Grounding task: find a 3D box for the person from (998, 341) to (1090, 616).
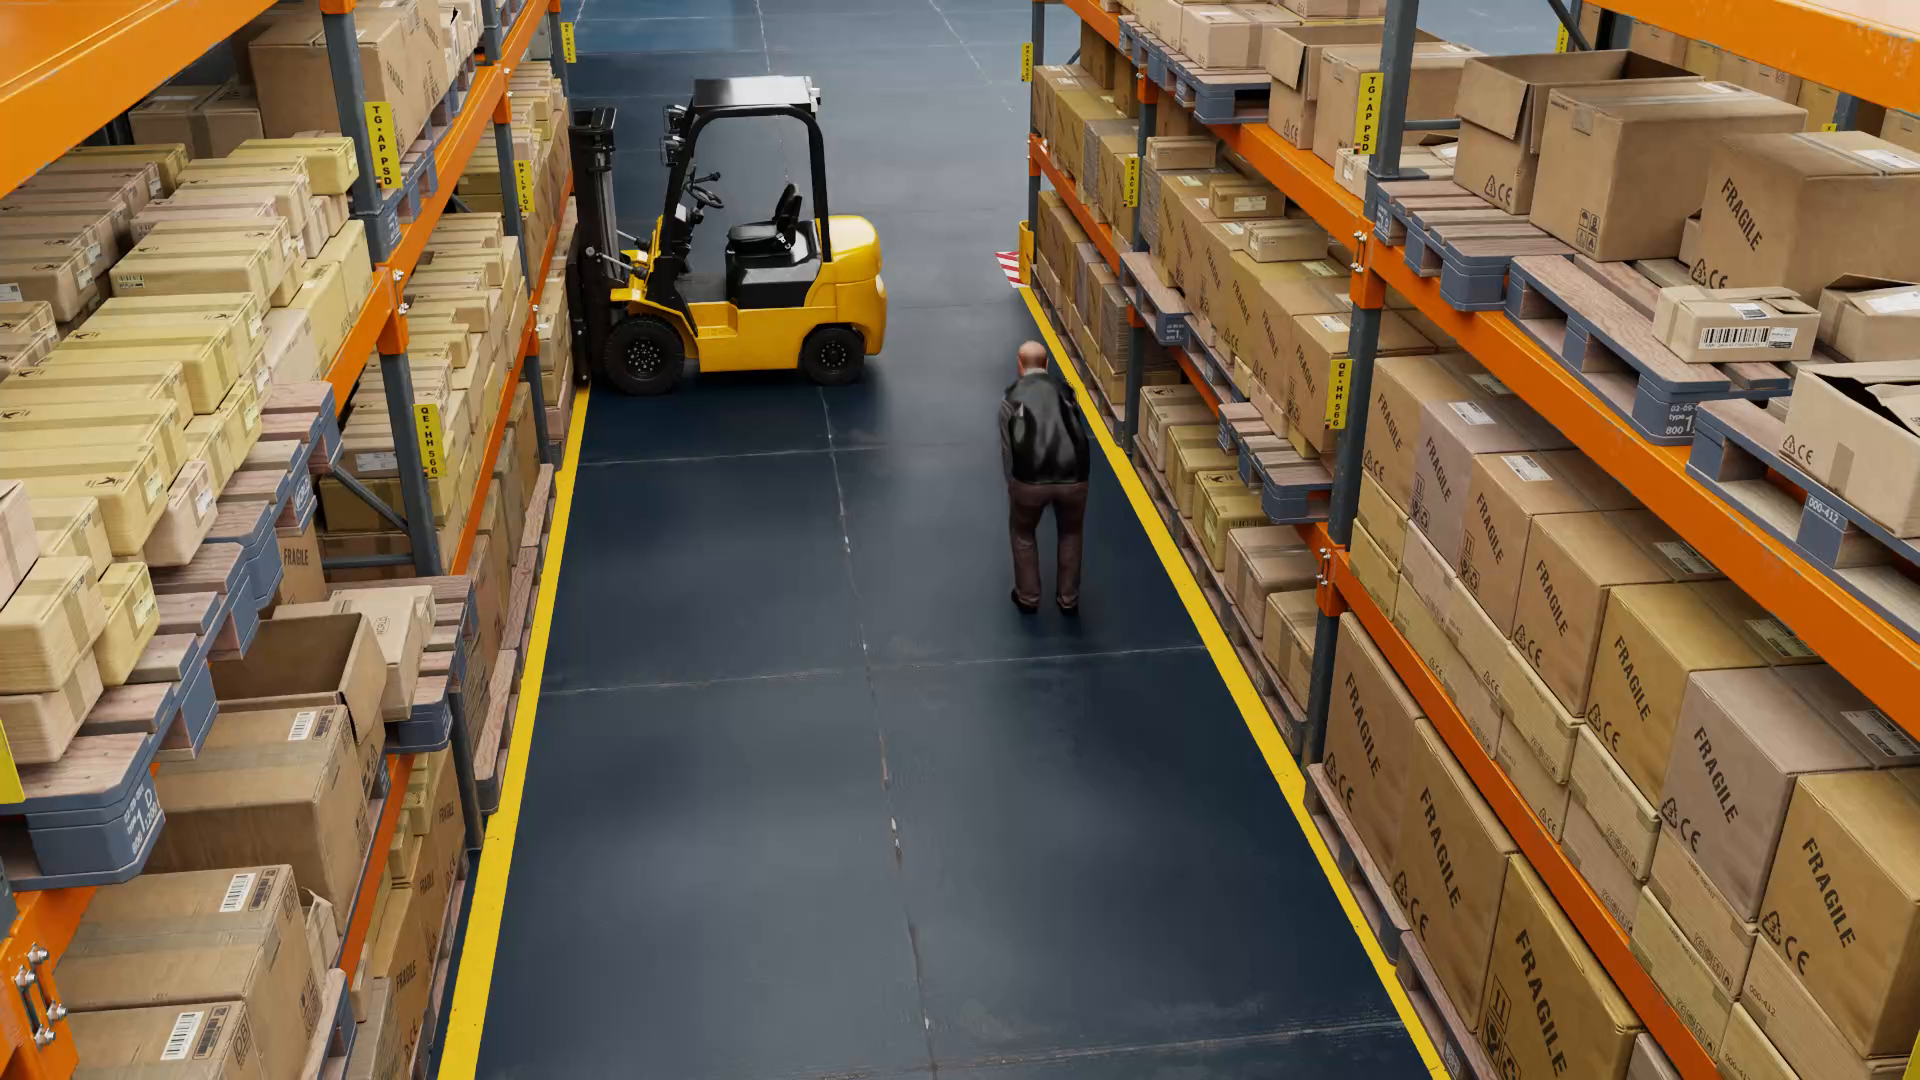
[{"bbox_3d":[0.464,-0.290,9.602,0.468,1.376,0.800,-4,27,-8],"label":"person"}]
